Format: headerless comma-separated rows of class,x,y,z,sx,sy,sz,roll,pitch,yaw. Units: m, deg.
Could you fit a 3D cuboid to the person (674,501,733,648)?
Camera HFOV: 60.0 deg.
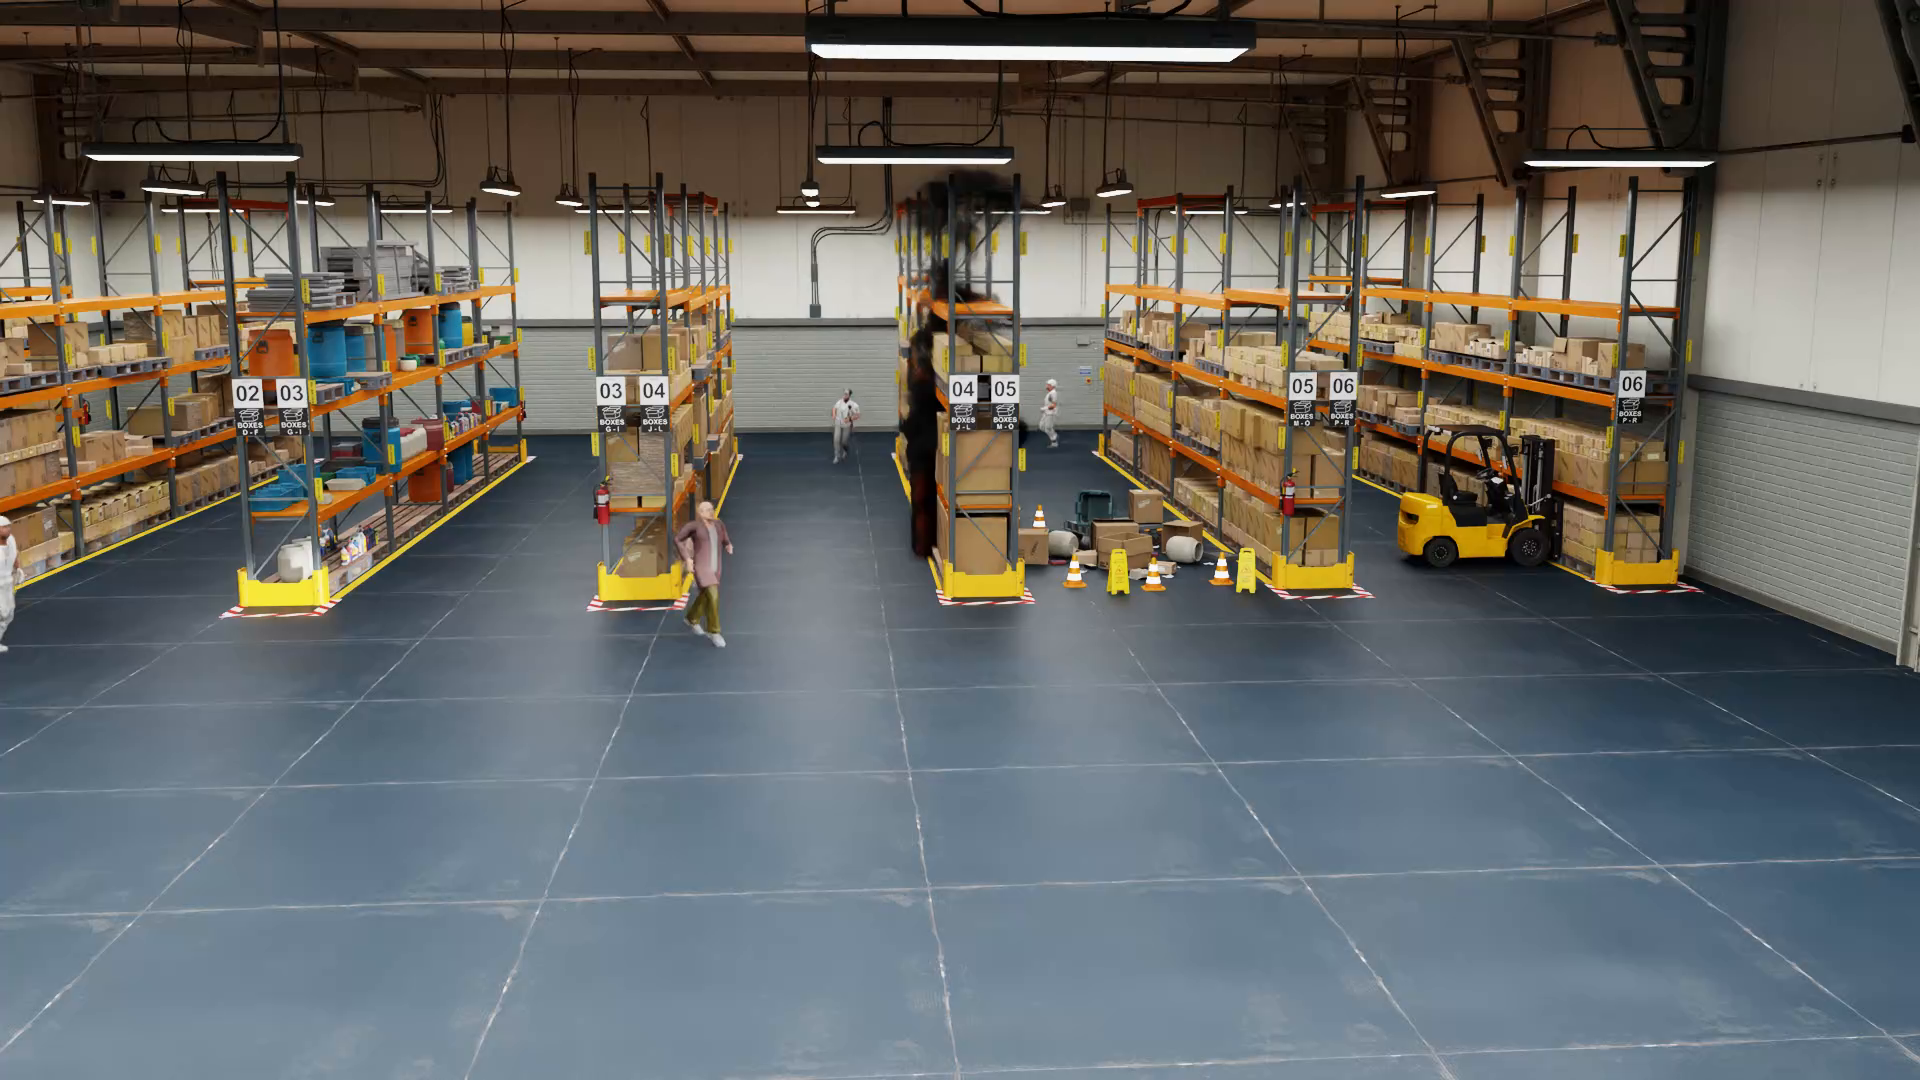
person,-3.244,0.399,21.240,0.914,1.824,0.693,8,13,37

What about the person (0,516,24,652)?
person,-12.012,0.540,20.715,0.642,1.711,0.690,2,10,13

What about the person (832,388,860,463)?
person,-2.681,-2.701,39.100,0.708,1.755,0.759,3,10,17

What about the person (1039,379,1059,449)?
person,2.236,-3.137,41.418,0.517,1.736,0.684,-1,10,-4
